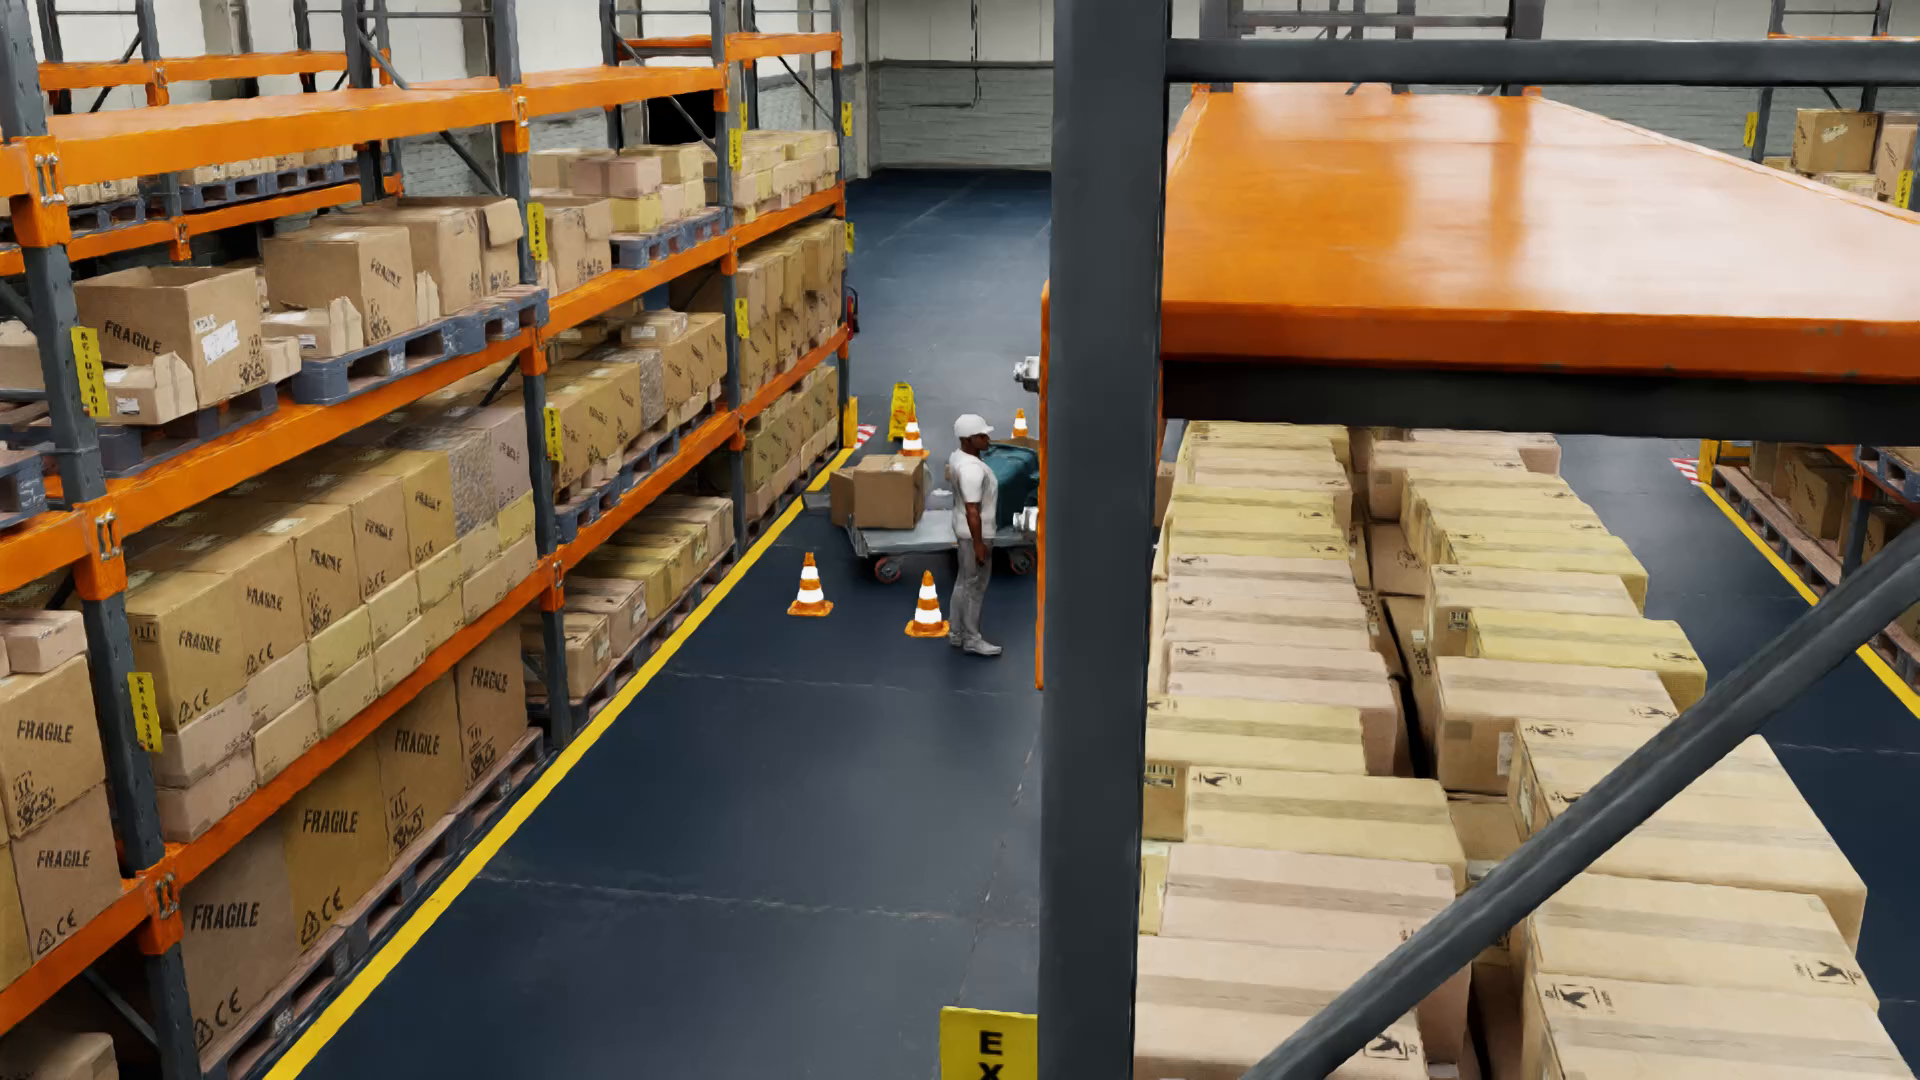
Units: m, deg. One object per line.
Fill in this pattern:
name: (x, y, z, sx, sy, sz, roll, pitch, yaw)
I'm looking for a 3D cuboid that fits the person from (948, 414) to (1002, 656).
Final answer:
person: (0.098, -0.060, 12.153, 0.379, 1.770, 0.665, -2, 18, -7)
